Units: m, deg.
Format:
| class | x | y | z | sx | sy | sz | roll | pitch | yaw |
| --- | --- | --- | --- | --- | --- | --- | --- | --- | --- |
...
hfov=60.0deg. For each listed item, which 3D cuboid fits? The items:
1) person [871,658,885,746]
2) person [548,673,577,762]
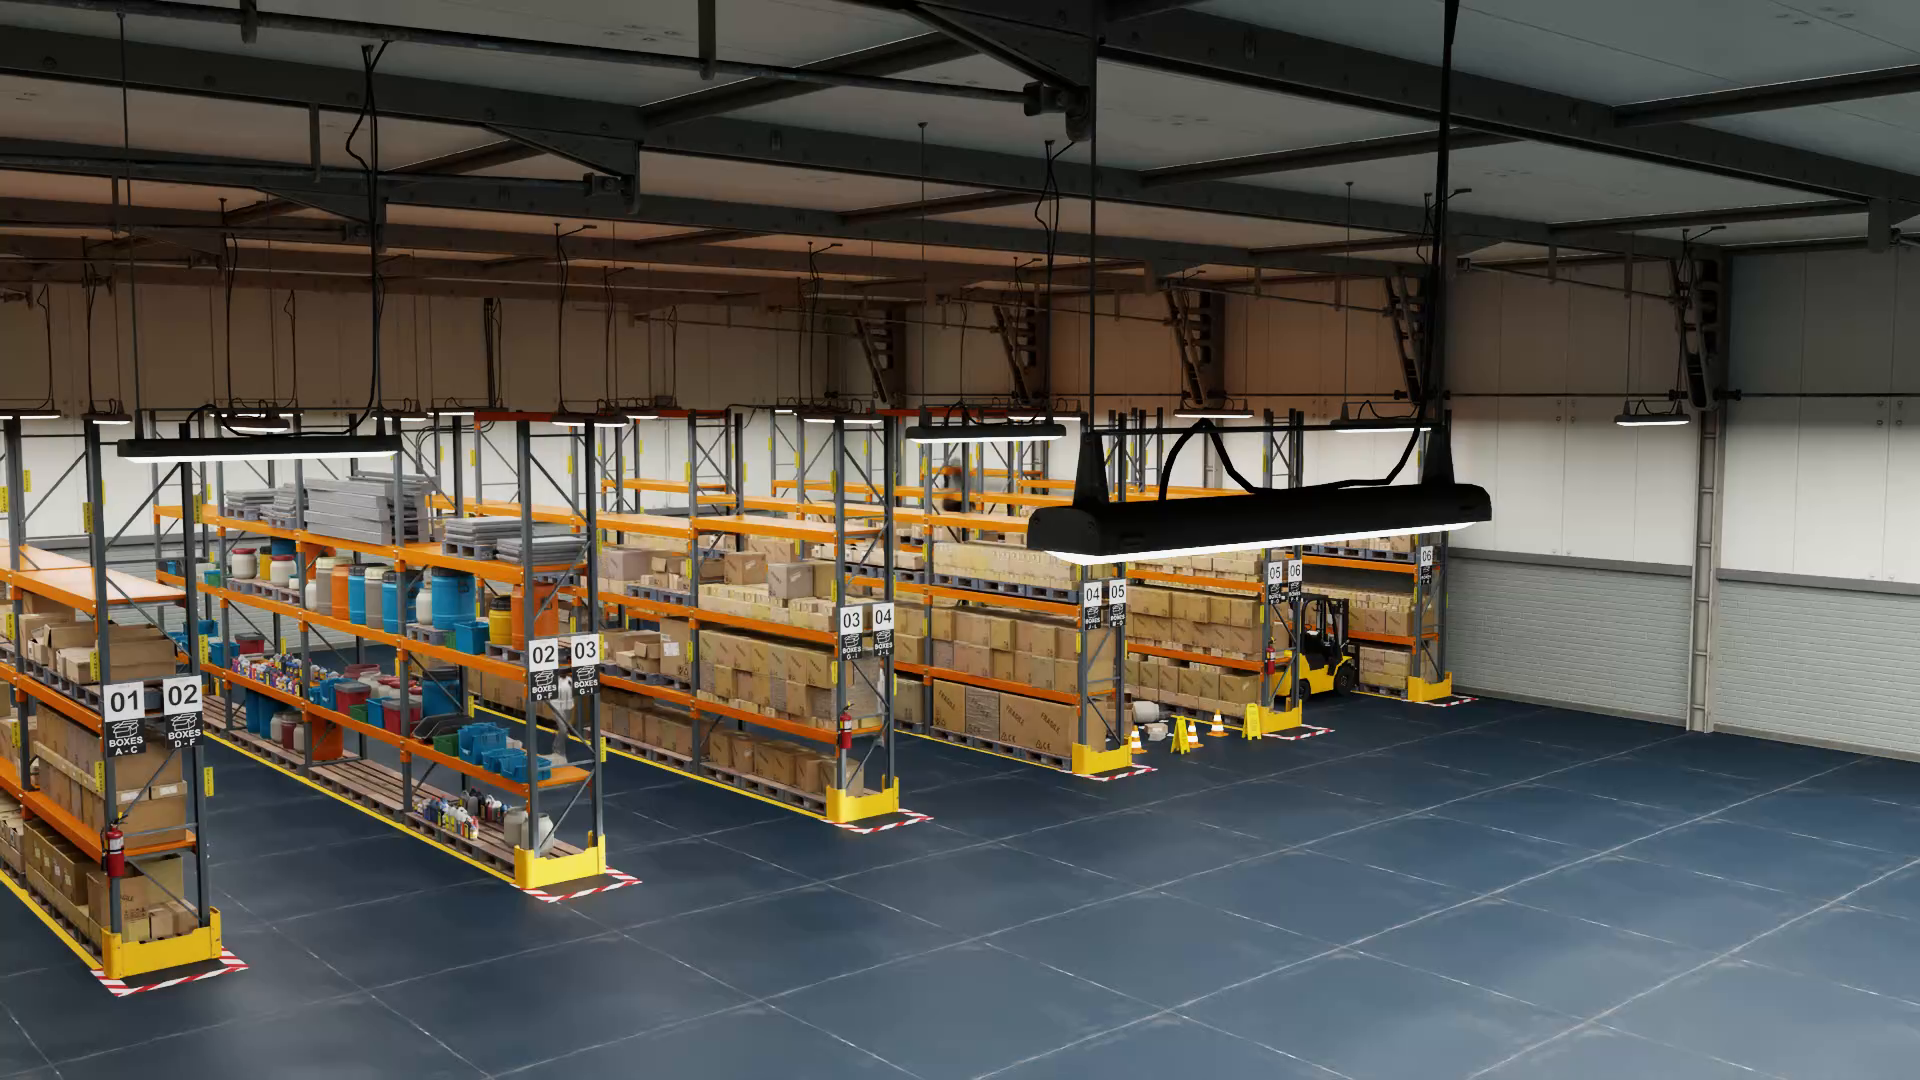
| class | x | y | z | sx | sy | sz | roll | pitch | yaw |
| --- | --- | --- | --- | --- | --- | --- | --- | --- | --- |
| person | -1.527 | 2.881 | 30.071 | 0.615 | 1.624 | 0.727 | -5 | 7 | -44 |
| person | -6.885 | 2.971 | 28.799 | 0.741 | 1.756 | 0.543 | 5 | 7 | 44 |
